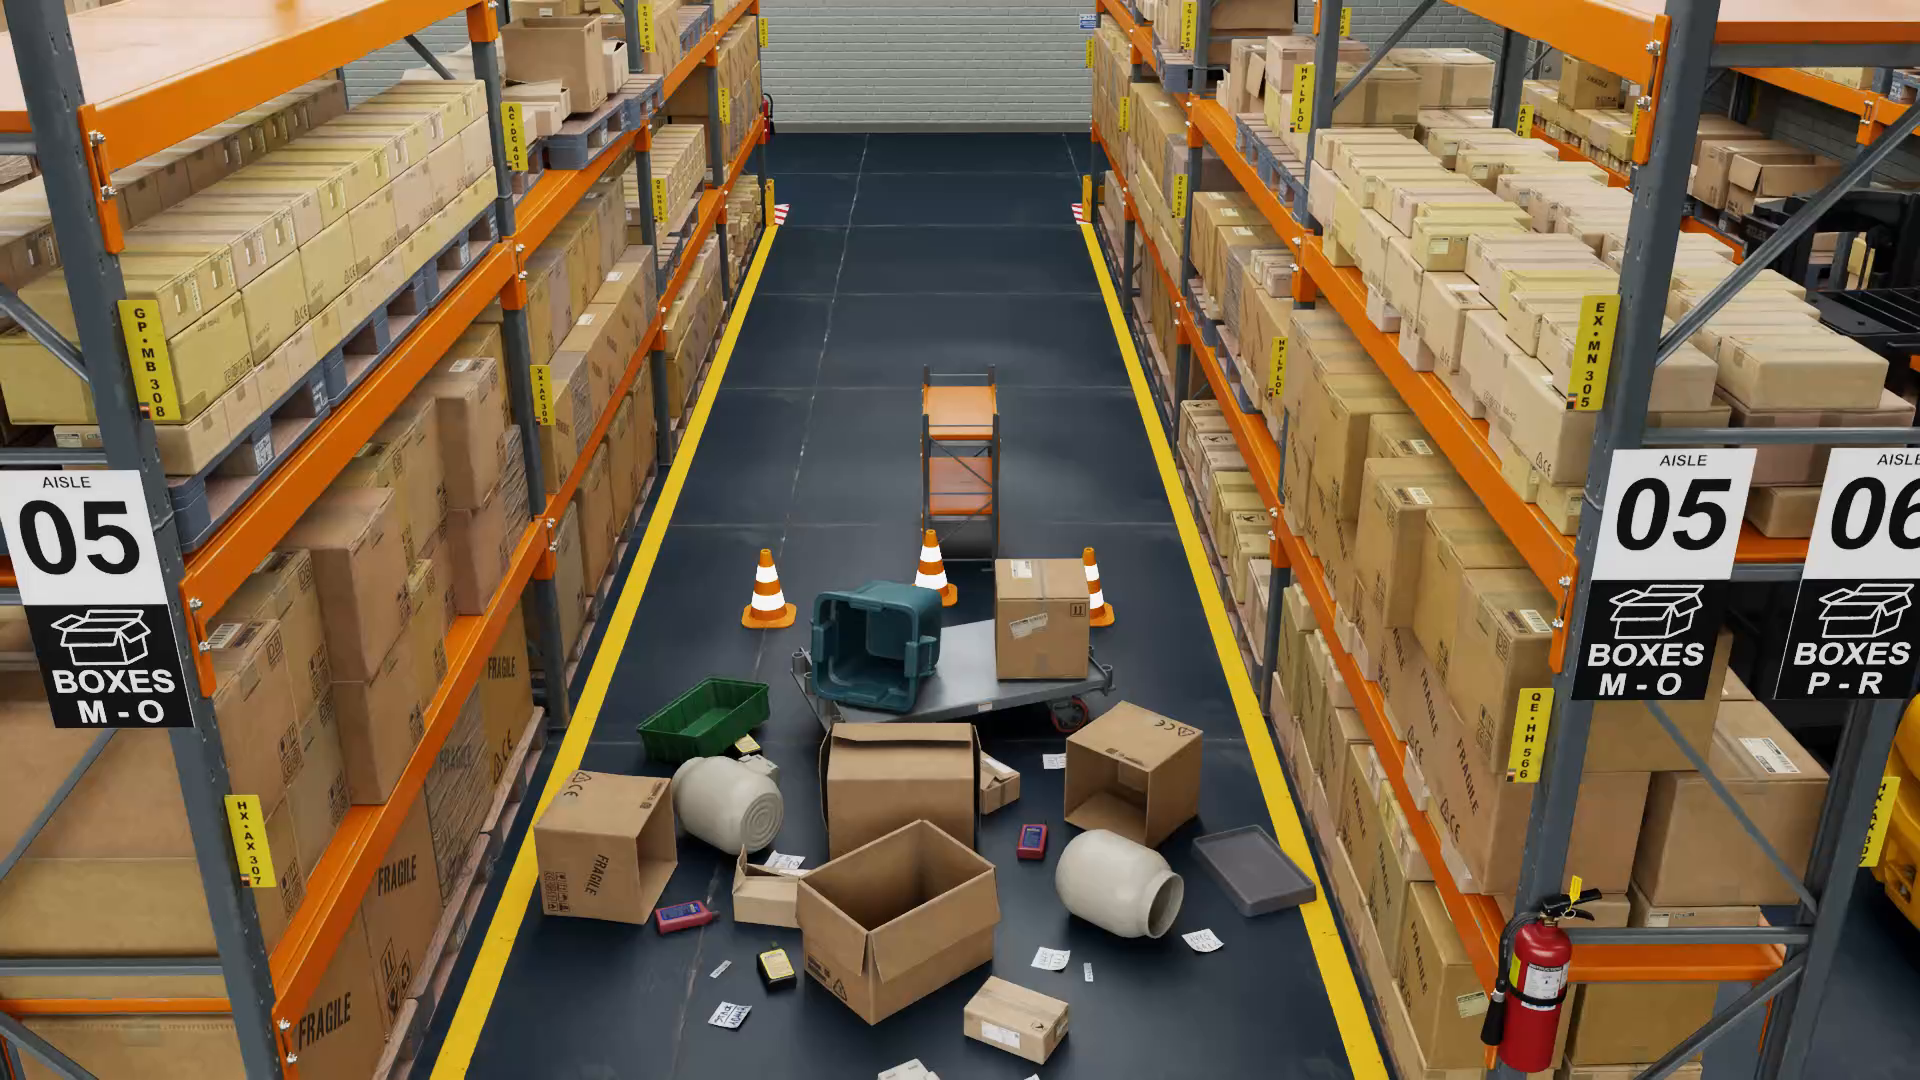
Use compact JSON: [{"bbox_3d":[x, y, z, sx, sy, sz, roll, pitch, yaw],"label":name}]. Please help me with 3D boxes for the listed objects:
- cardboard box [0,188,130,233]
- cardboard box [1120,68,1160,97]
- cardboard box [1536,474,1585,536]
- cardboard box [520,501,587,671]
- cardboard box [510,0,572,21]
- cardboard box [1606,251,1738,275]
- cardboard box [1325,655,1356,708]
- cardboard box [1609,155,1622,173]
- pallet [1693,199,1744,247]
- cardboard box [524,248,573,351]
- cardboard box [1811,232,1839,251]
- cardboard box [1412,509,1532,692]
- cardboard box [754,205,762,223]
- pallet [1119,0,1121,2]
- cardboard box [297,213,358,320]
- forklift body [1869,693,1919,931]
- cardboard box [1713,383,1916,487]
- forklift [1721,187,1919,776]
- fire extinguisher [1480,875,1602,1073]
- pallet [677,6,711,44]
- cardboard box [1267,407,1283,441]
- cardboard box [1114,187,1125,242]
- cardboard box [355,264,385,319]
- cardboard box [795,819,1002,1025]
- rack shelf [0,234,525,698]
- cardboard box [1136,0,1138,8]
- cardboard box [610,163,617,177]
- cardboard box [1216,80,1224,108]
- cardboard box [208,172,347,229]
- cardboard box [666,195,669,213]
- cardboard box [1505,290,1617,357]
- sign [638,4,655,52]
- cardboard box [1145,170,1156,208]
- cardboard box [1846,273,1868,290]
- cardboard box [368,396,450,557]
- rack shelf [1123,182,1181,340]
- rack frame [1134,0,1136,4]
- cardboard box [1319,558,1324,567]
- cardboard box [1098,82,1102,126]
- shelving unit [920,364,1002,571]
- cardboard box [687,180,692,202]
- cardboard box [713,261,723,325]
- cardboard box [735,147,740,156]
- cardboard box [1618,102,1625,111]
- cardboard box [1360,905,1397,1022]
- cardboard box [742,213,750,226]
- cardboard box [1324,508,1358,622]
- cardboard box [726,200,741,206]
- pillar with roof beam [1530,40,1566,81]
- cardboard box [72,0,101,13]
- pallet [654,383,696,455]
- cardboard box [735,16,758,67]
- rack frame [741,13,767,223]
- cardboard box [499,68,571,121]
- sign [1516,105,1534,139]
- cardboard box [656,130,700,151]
[{"bbox_3d":[-3.028,-1.076,5.555,0.380,0.149,0.250,0,24,0],"label":"cardboard box"},{"bbox_3d":[1.861,-4.371,16.439,0.500,0.500,0.500,0,24,-1],"label":"cardboard box"},{"bbox_3d":[1.990,-0.130,5.062,0.380,0.149,0.250,0,24,0],"label":"cardboard box"},{"bbox_3d":[-2.815,0.262,9.751,1.050,0.750,0.750,0,24,-1],"label":"cardboard box"},{"bbox_3d":[-3.026,-3.891,12.023,0.396,0.266,0.258,0,24,-1],"label":"cardboard box"},{"bbox_3d":[2.487,-0.907,5.813,0.380,0.149,0.250,0,24,-1],"label":"cardboard box"},{"bbox_3d":[1.921,0.663,7.774,0.380,0.149,0.250,1,24,2],"label":"cardboard box"},{"bbox_3d":[6.826,-3.823,16.868,0.380,0.149,0.250,0,24,1],"label":"cardboard box"},{"bbox_3d":[7.124,-2.766,14.459,1.003,0.211,1.213,0,24,-1],"label":"pallet"},{"bbox_3d":[-2.743,-1.442,9.964,0.700,0.500,0.500,0,24,0],"label":"cardboard box"},{"bbox_3d":[6.759,-2.398,13.207,0.380,0.149,0.250,0,24,0],"label":"cardboard box"},{"bbox_3d":[2.052,0.213,5.942,0.700,0.500,0.500,0,24,0],"label":"cardboard box"},{"bbox_3d":[-2.531,-3.832,19.532,0.380,0.149,0.250,0,24,1],"label":"cardboard box"},{"bbox_3d":[2.134,-5.841,17.493,1.003,0.211,1.213,0,24,-1],"label":"pallet"},{"bbox_3d":[-2.437,-0.956,5.773,0.500,0.250,0.500,0,24,-1],"label":"cardboard box"},{"bbox_3d":[5.392,0.858,7.243,2.313,2.155,1.214,0,24,-1],"label":"forklift body"},{"bbox_3d":[2.535,-0.374,5.118,0.500,0.250,0.500,-1,24,-2],"label":"cardboard box"},{"bbox_3d":[4.679,-0.241,8.727,1.130,2.935,3.031,-3,24,-6],"label":"forklift"},{"bbox_3d":[1.814,1.353,5.213,0.296,0.674,0.183,0,24,-1],"label":"fire extinguisher"},{"bbox_3d":[-2.906,-4.639,14.955,1.213,0.211,1.003,0,24,-1],"label":"pallet"},{"bbox_3d":[1.948,-0.668,9.381,0.380,0.149,0.250,0,24,0],"label":"cardboard box"},{"bbox_3d":[2.225,-3.700,18.891,0.875,0.438,0.875,0,24,1],"label":"cardboard box"},{"bbox_3d":[-2.375,-0.925,6.188,0.380,0.149,0.250,0,24,0],"label":"cardboard box"},{"bbox_3d":[-0.277,1.693,7.395,0.797,0.503,0.637,-19,31,-36],"label":"cardboard box"},{"bbox_3d":[-2.697,-0.531,6.517,1.077,0.370,4.000,0,24,-1],"label":"rack shelf"},{"bbox_3d":[1.798,-4.966,15.103,0.396,0.266,0.258,0,24,-1],"label":"cardboard box"},{"bbox_3d":[-3.245,-3.229,14.684,0.380,0.149,0.250,1,24,2],"label":"cardboard box"},{"bbox_3d":[2.020,-3.150,11.740,0.380,0.149,0.250,0,24,-1],"label":"cardboard box"},{"bbox_3d":[-2.373,-1.183,5.792,0.380,0.149,0.250,-1,24,-1],"label":"cardboard box"},{"bbox_3d":[-2.581,-2.703,13.520,0.380,0.149,0.250,0,24,0],"label":"cardboard box"},{"bbox_3d":[1.989,-0.697,5.348,0.380,0.149,0.250,-1,24,-1],"label":"cardboard box"},{"bbox_3d":[-2.207,-3.602,11.710,0.100,0.325,0.005,0,24,-1],"label":"sign"},{"bbox_3d":[1.886,-3.022,14.368,0.500,0.250,0.500,-1,24,-2],"label":"cardboard box"},{"bbox_3d":[6.910,-1.800,12.272,0.500,0.250,0.500,0,24,0],"label":"cardboard box"},{"bbox_3d":[-2.758,-0.275,7.226,0.875,0.550,0.550,0,24,-1],"label":"cardboard box"},{"bbox_3d":[2.165,-2.525,14.565,1.077,0.370,4.000,0,24,-1],"label":"rack shelf"},{"bbox_3d":[2.143,-6.410,15.003,1.000,3.000,0.127,0,24,-1],"label":"rack frame"},{"bbox_3d":[2.001,0.079,8.240,0.380,0.149,0.250,0,24,-1],"label":"cardboard box"},{"bbox_3d":[1.851,-4.963,18.962,0.500,0.500,0.500,-1,24,-1],"label":"cardboard box"},{"bbox_3d":[0.000,-0.515,11.524,0.538,1.125,1.048,0,24,-1],"label":"shelving unit"},{"bbox_3d":[-2.588,-3.099,14.758,0.380,0.149,0.250,-1,24,-3],"label":"cardboard box"},{"bbox_3d":[-2.546,-2.361,15.854,0.500,0.500,0.500,-1,24,-2],"label":"cardboard box"},{"bbox_3d":[-2.545,-4.159,17.610,0.380,0.149,0.250,1,24,2],"label":"cardboard box"},{"bbox_3d":[7.343,-4.595,18.092,0.500,0.250,0.500,0,24,-1],"label":"cardboard box"},{"bbox_3d":[1.998,1.784,6.992,0.500,0.250,0.500,0,24,0],"label":"cardboard box"},{"bbox_3d":[-2.548,-3.539,18.525,0.380,0.149,0.250,1,24,2],"label":"cardboard box"},{"bbox_3d":[1.977,0.035,7.550,0.500,0.500,0.500,0,24,-1],"label":"cardboard box"},{"bbox_3d":[-2.625,-3.671,18.454,0.380,0.149,0.250,-1,24,-2],"label":"cardboard box"},{"bbox_3d":[3.630,-9.178,21.122,9.100,9.000,0.400,0,24,-1],"label":"pillar with roof beam"},{"bbox_3d":[-7.845,-4.697,14.454,0.500,0.311,0.500,-1,24,-2],"label":"cardboard box"},{"bbox_3d":[-2.769,-1.016,13.740,1.003,0.211,1.213,0,24,-1],"label":"pallet"},{"bbox_3d":[-2.596,-5.710,19.040,0.500,0.500,0.500,-1,24,-2],"label":"cardboard box"},{"bbox_3d":[-2.850,-5.261,19.742,1.000,3.000,0.127,0,24,-1],"label":"rack frame"},{"bbox_3d":[-2.527,-2.630,9.818,0.396,0.266,0.258,0,24,-1],"label":"cardboard box"},{"bbox_3d":[2.772,-1.988,8.238,0.100,0.325,0.005,0,24,-1],"label":"sign"},{"bbox_3d":[-2.603,-3.685,15.332,0.380,0.149,0.250,-1,24,-2],"label":"cardboard box"}]
